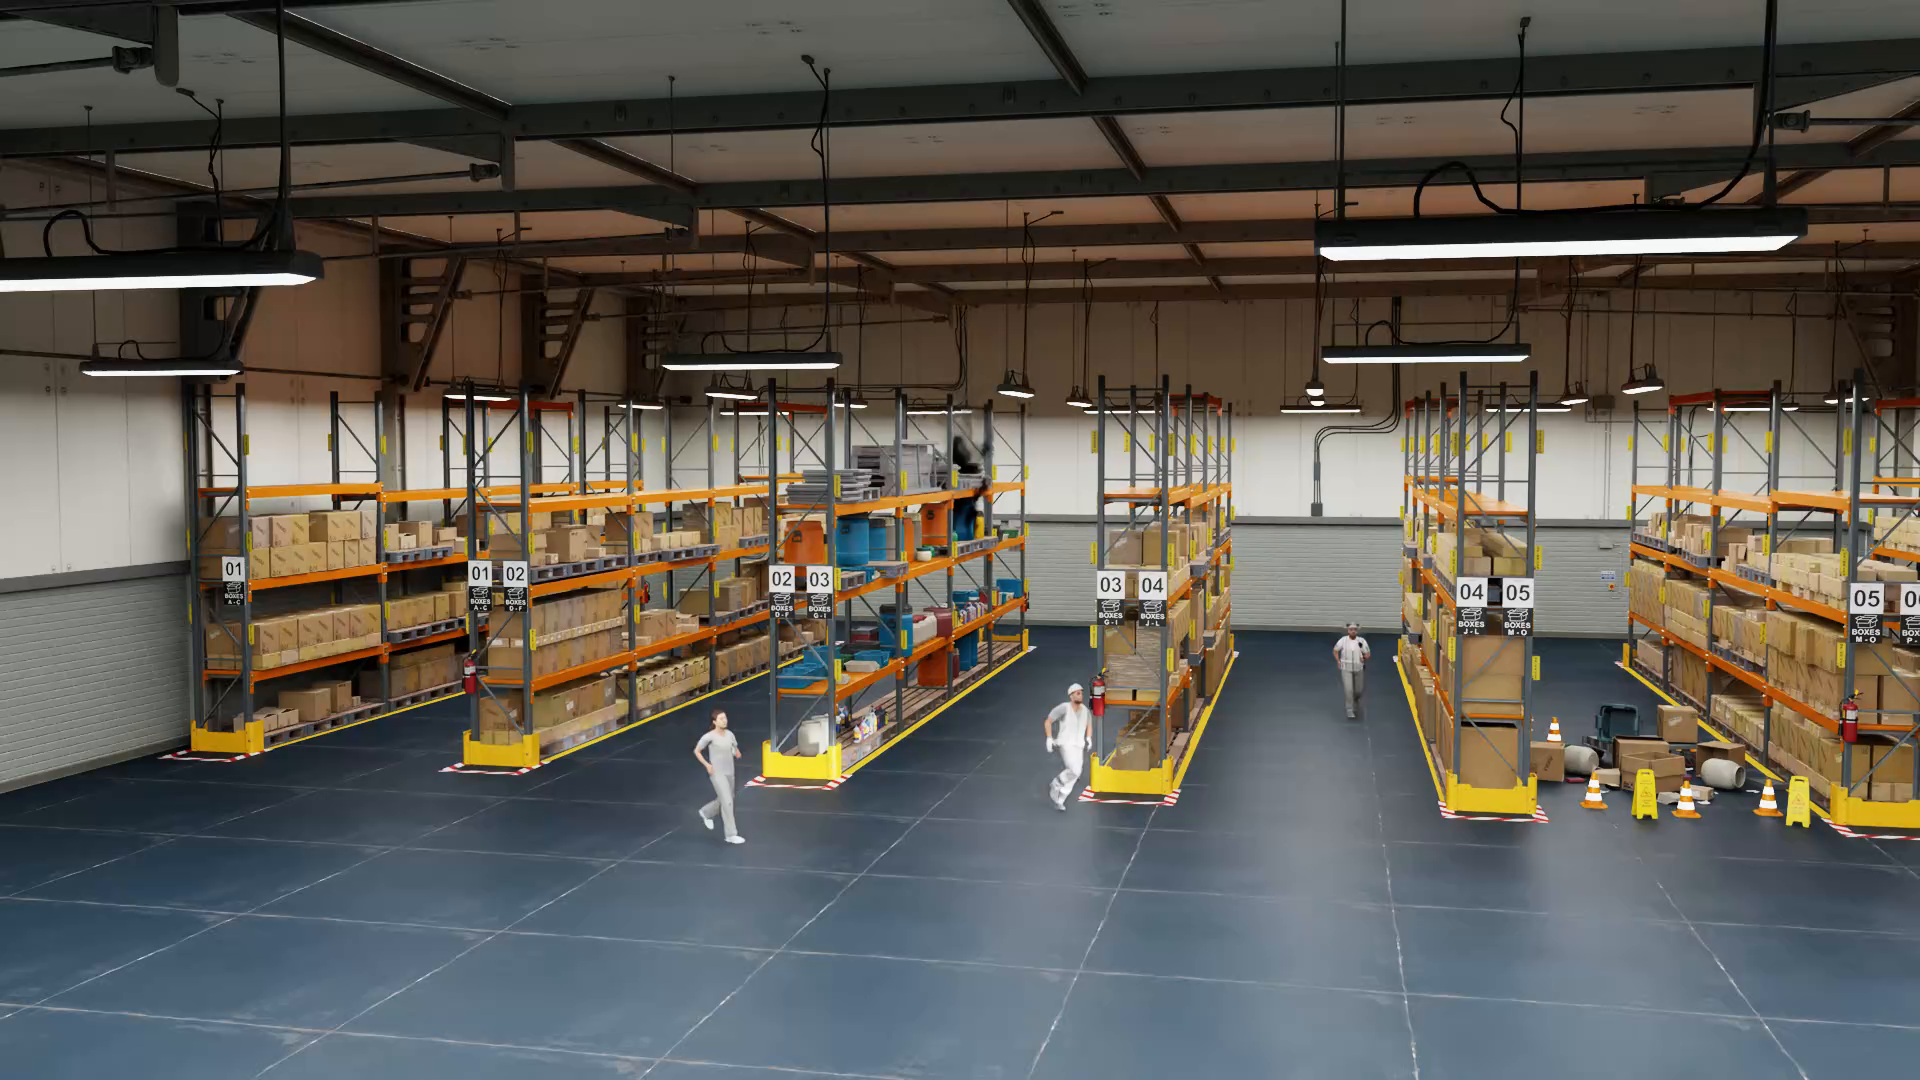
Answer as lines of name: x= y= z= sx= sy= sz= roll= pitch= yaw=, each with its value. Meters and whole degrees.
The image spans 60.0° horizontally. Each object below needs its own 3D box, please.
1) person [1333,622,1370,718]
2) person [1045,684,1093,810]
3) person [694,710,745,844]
person: x=7.229 y=2.372 z=30.675 sx=0.675 sy=1.747 sz=0.830 roll=0 pitch=3 yaw=6
person: x=1.563 y=2.840 z=22.800 sx=0.714 sy=1.711 sz=0.553 roll=-2 pitch=4 yaw=-31
person: x=-3.035 y=2.963 z=21.010 sx=0.918 sy=1.645 sz=0.575 roll=3 pitch=4 yaw=41
